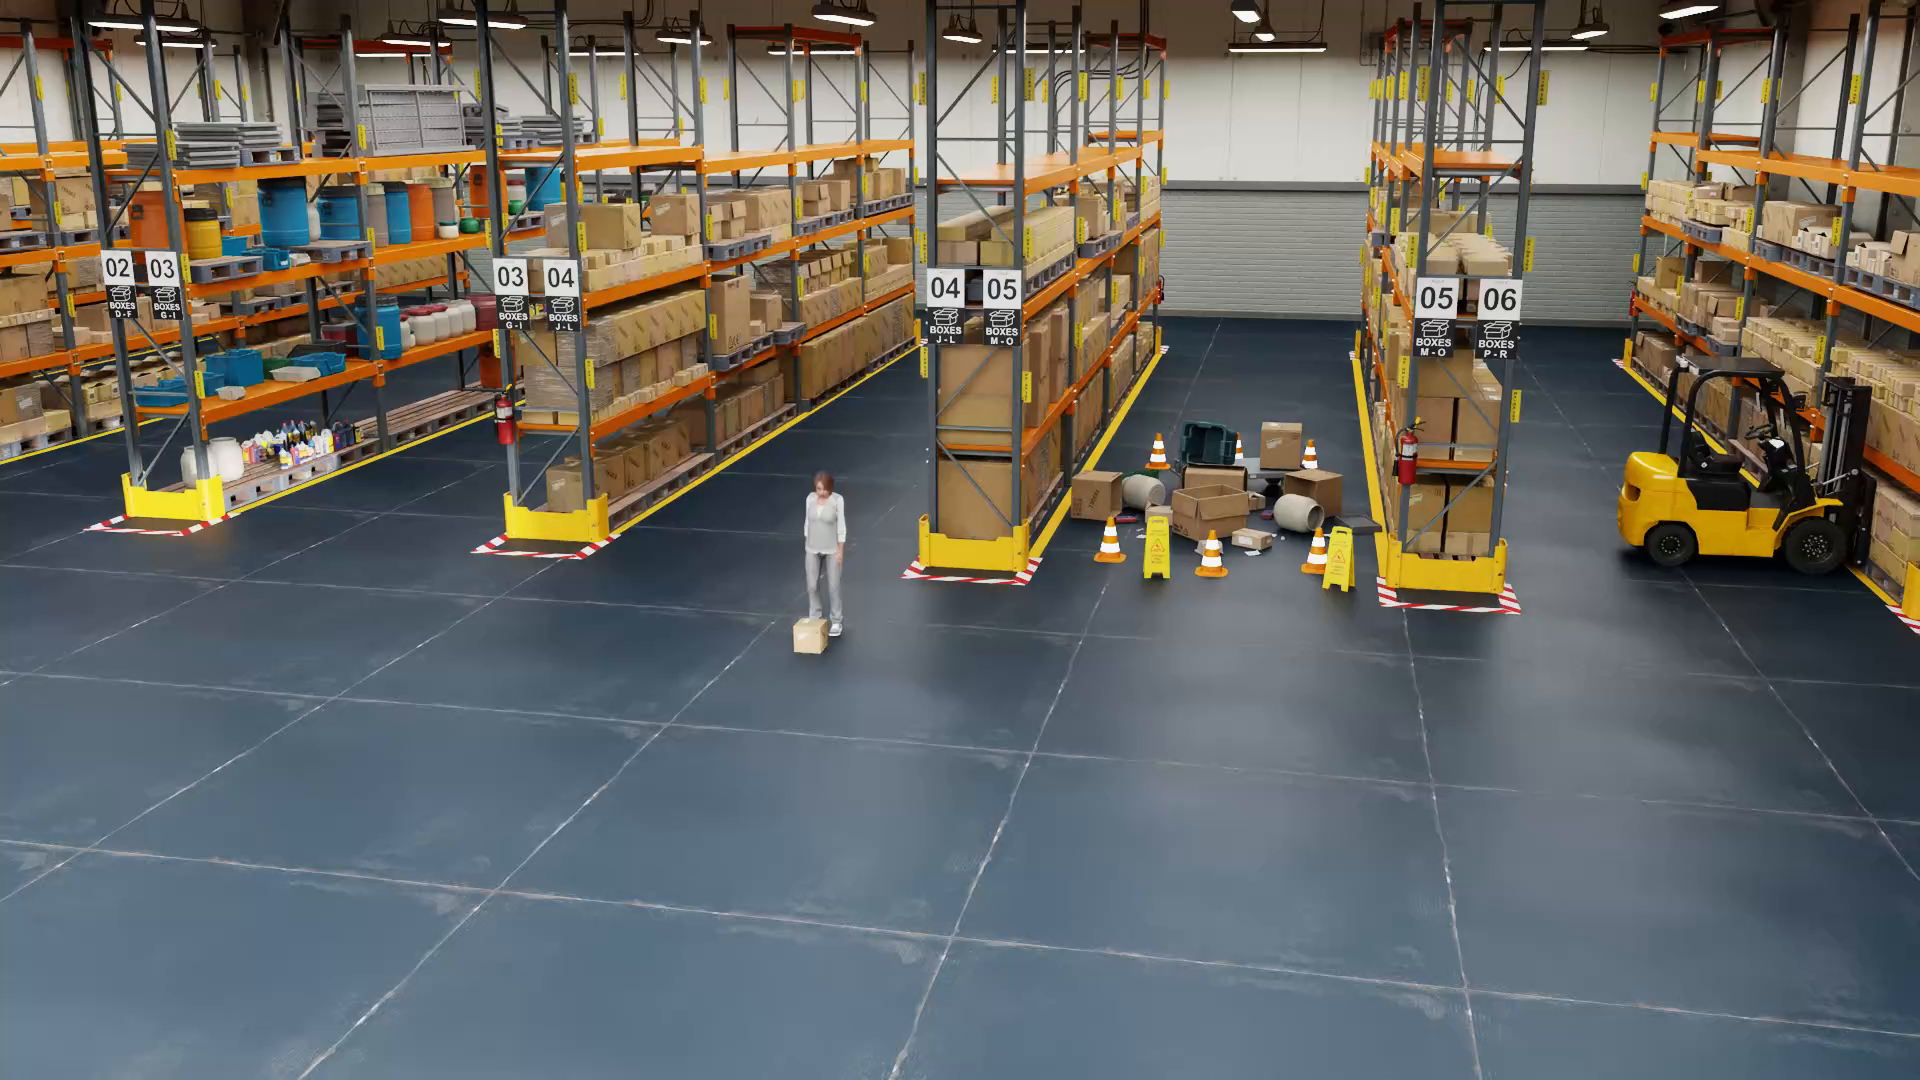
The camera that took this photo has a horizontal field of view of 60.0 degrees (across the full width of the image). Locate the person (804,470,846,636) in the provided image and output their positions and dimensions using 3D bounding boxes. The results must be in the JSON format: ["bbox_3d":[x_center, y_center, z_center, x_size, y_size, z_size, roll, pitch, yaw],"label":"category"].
[{"bbox_3d":[-1.257,0.124,15.620,0.409,1.576,0.300,3,15,12],"label":"person"}]
